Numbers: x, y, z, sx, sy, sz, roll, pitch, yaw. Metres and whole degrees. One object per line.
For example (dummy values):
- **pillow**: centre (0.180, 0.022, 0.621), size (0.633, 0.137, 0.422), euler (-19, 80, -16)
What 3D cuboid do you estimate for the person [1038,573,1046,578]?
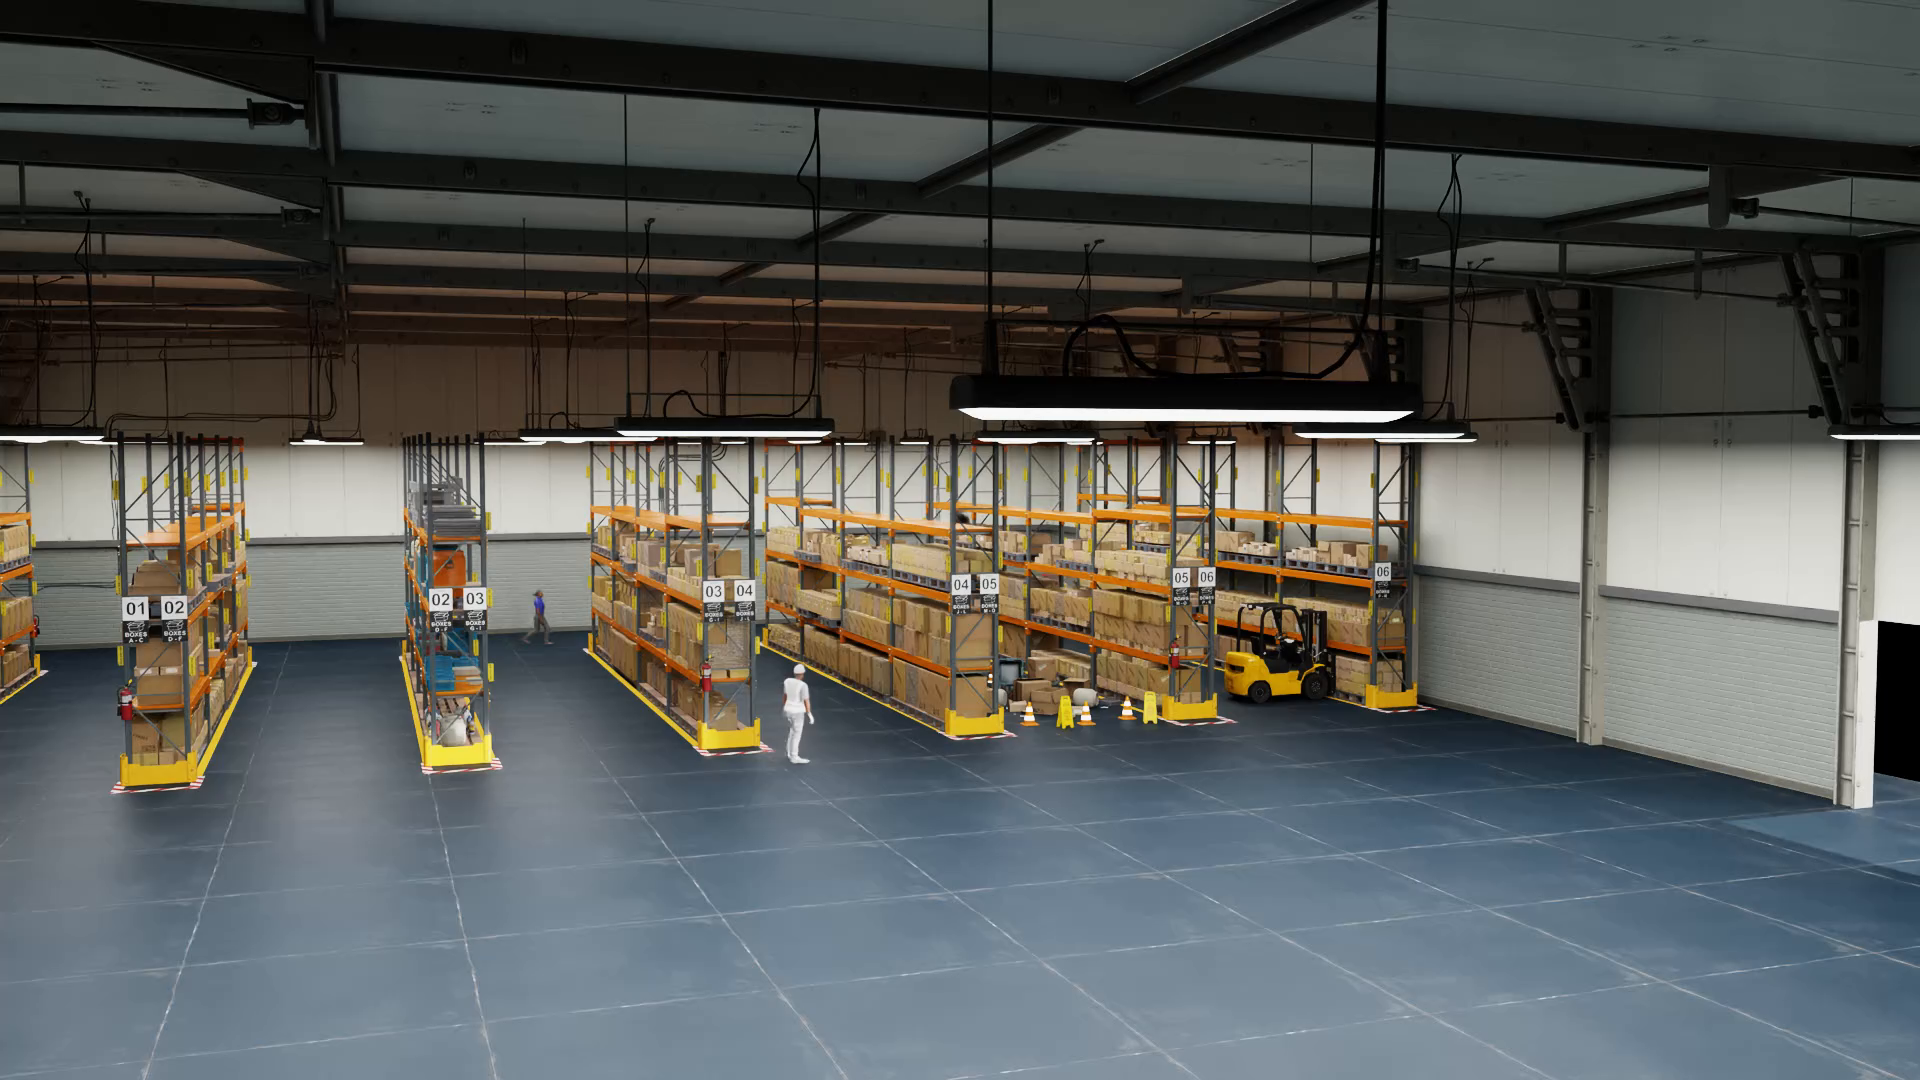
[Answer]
- **person**: centre (2.619, 1.915, 52.567), size (0.711, 1.764, 0.567), euler (-1, 3, -21)

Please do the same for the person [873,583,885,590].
- **person**: centre (-2.286, 1.994, 46.321), size (0.565, 1.812, 0.665), euler (-2, 4, -30)

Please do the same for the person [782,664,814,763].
- **person**: centre (-2.987, 3.164, 30.295), size (0.459, 1.822, 0.663), euler (-2, 4, -37)

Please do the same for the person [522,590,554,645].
- **person**: centre (-12.195, 2.244, 48.121), size (0.816, 1.605, 0.458), euler (0, 3, 4)
